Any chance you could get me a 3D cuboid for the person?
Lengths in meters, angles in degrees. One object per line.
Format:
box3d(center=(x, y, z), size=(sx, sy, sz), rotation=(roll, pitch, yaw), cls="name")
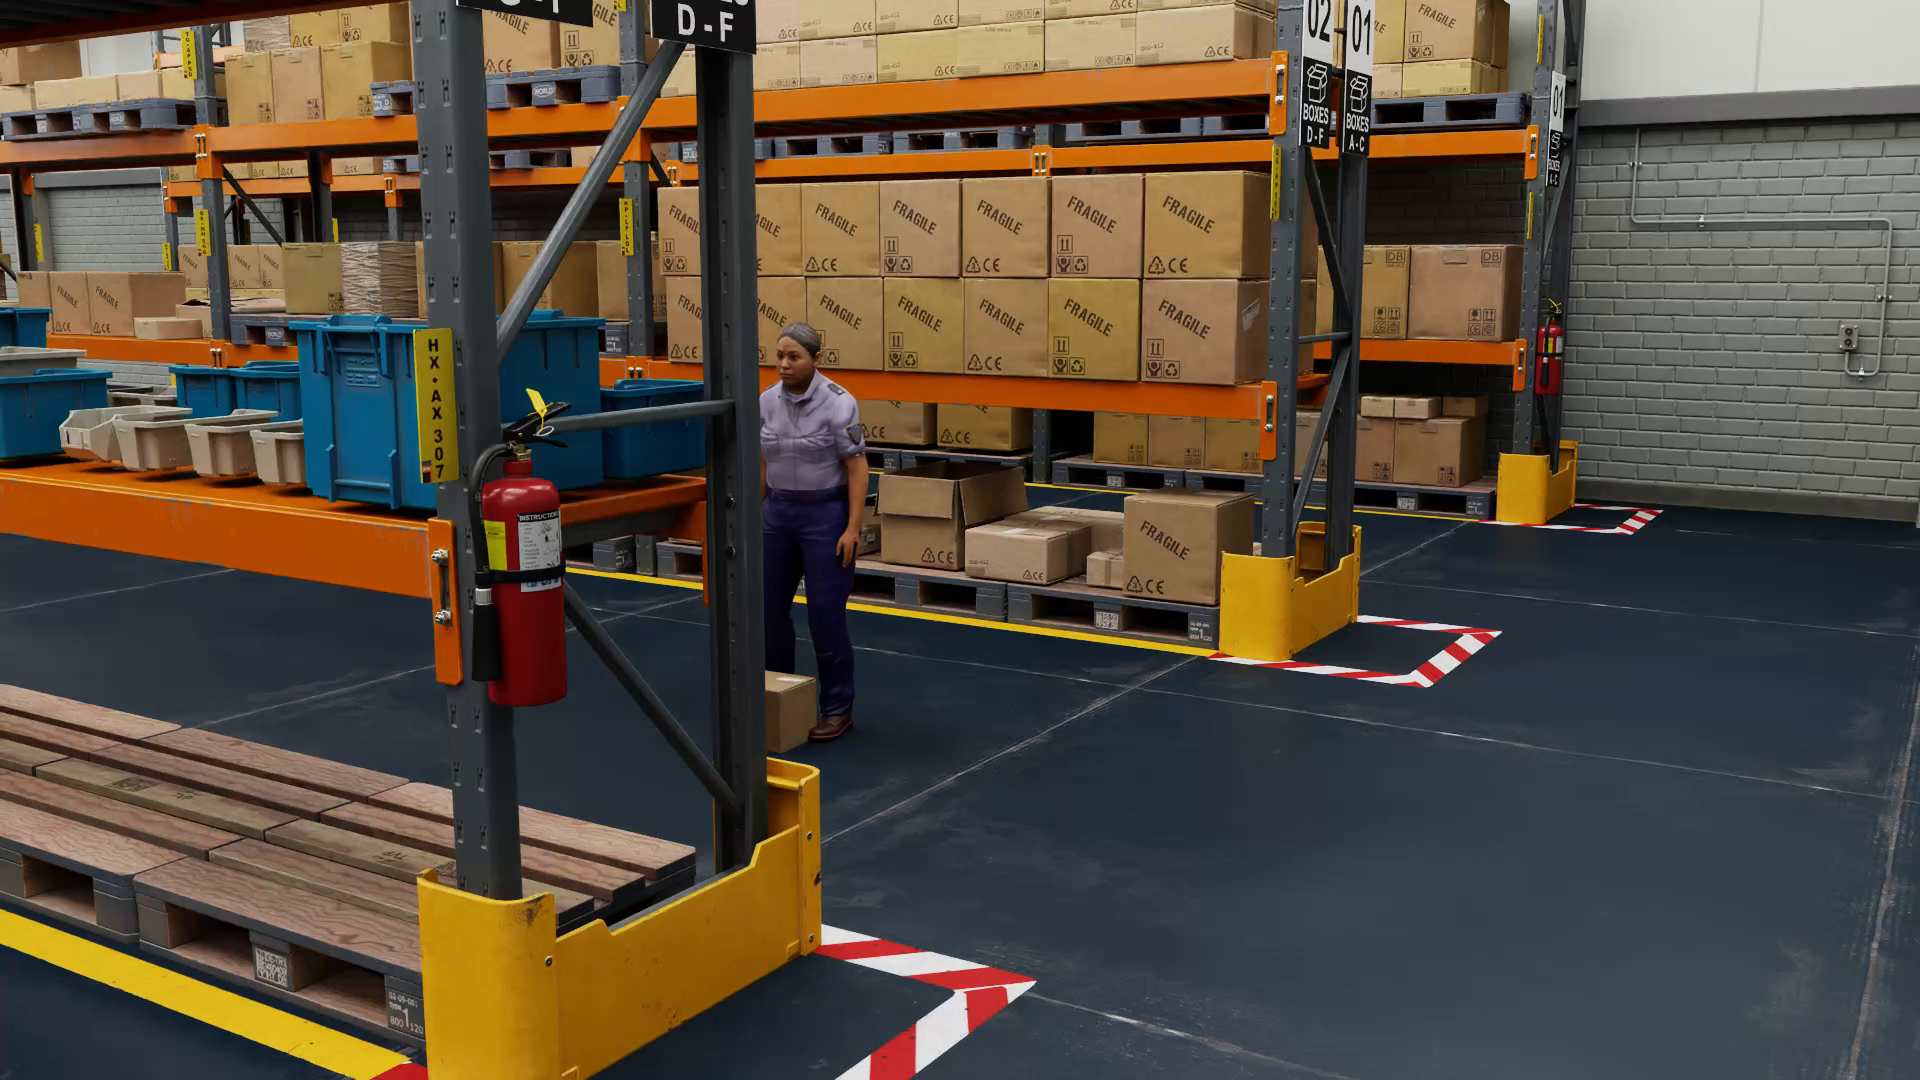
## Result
box3d(center=(-0.627, -0.039, 6.680), size=(0.564, 1.638, 0.364), rotation=(5, 11, 28), cls="person")
